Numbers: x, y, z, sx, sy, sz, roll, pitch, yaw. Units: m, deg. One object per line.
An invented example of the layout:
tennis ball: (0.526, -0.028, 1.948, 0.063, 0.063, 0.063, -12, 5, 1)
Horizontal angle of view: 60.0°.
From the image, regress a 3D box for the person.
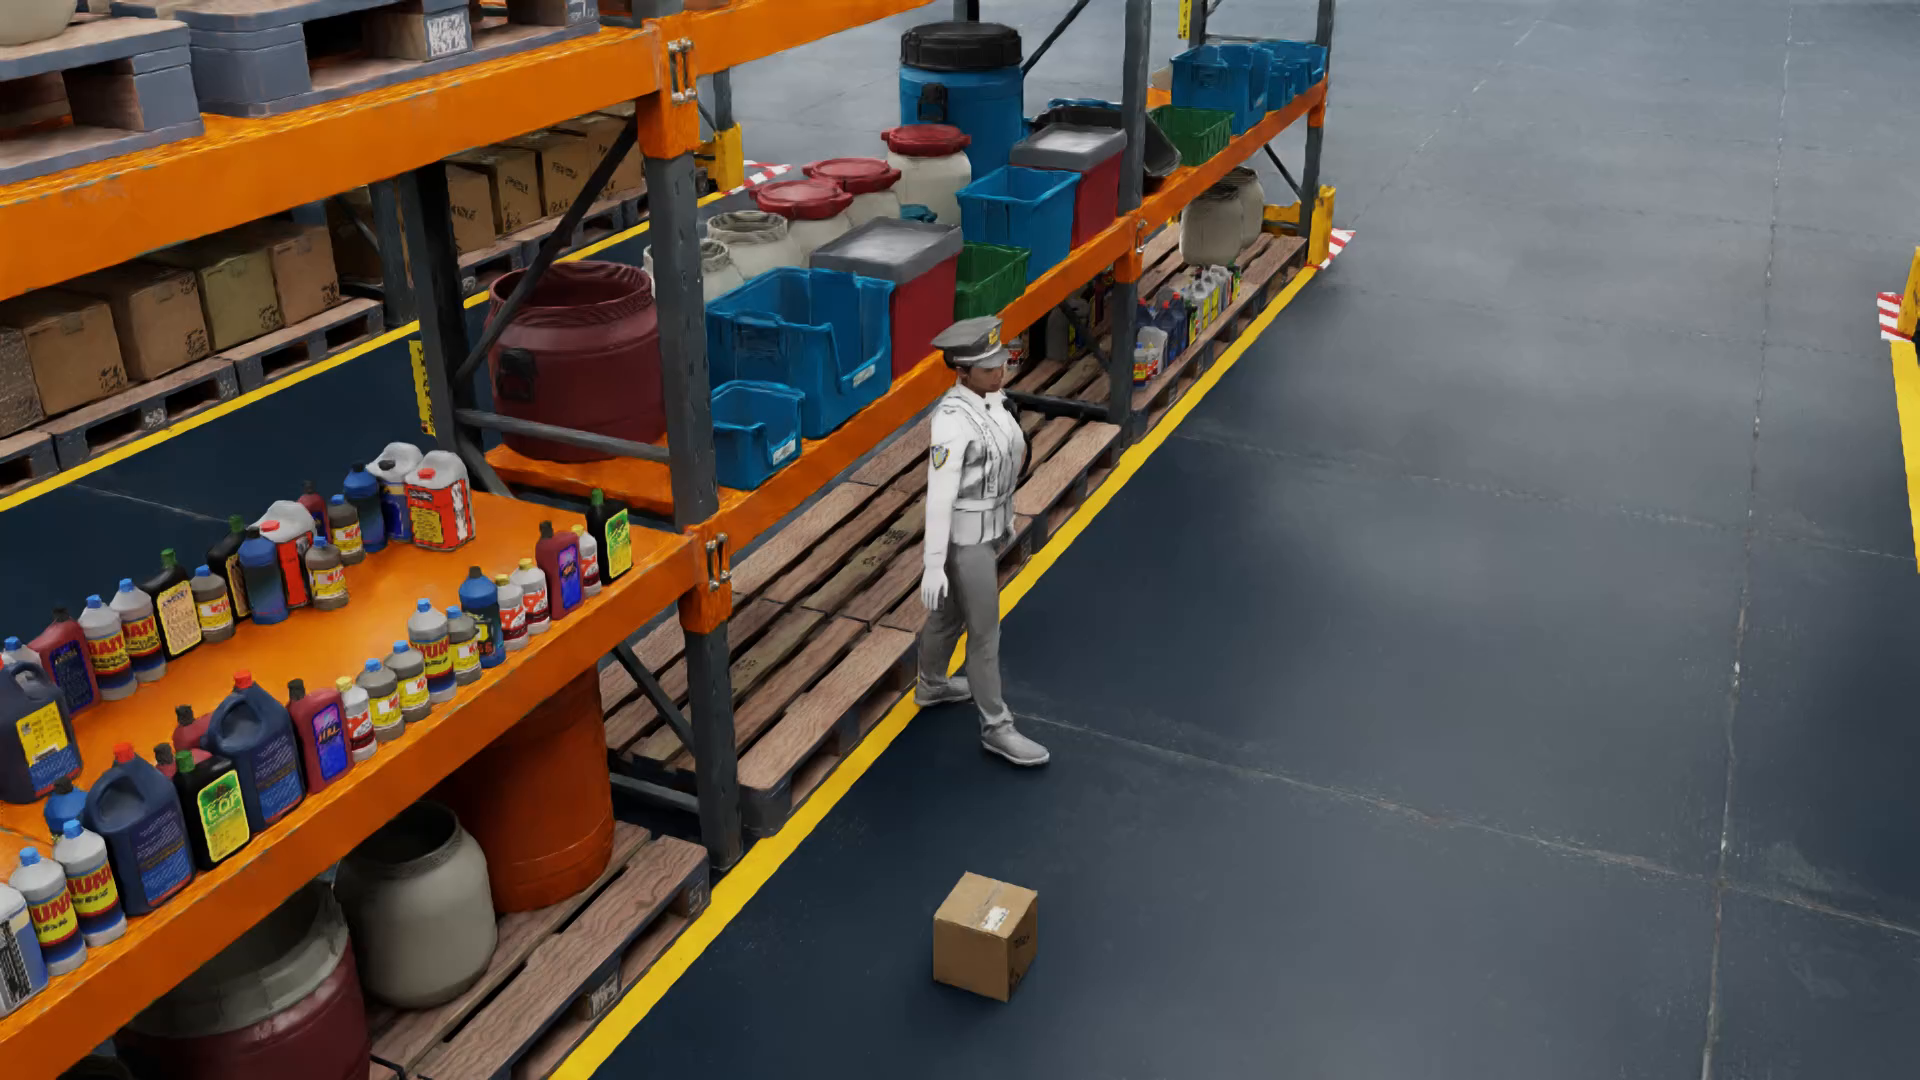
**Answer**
person: (0.071, 0.004, 6.061, 0.631, 1.659, 0.684, 9, 28, 17)
